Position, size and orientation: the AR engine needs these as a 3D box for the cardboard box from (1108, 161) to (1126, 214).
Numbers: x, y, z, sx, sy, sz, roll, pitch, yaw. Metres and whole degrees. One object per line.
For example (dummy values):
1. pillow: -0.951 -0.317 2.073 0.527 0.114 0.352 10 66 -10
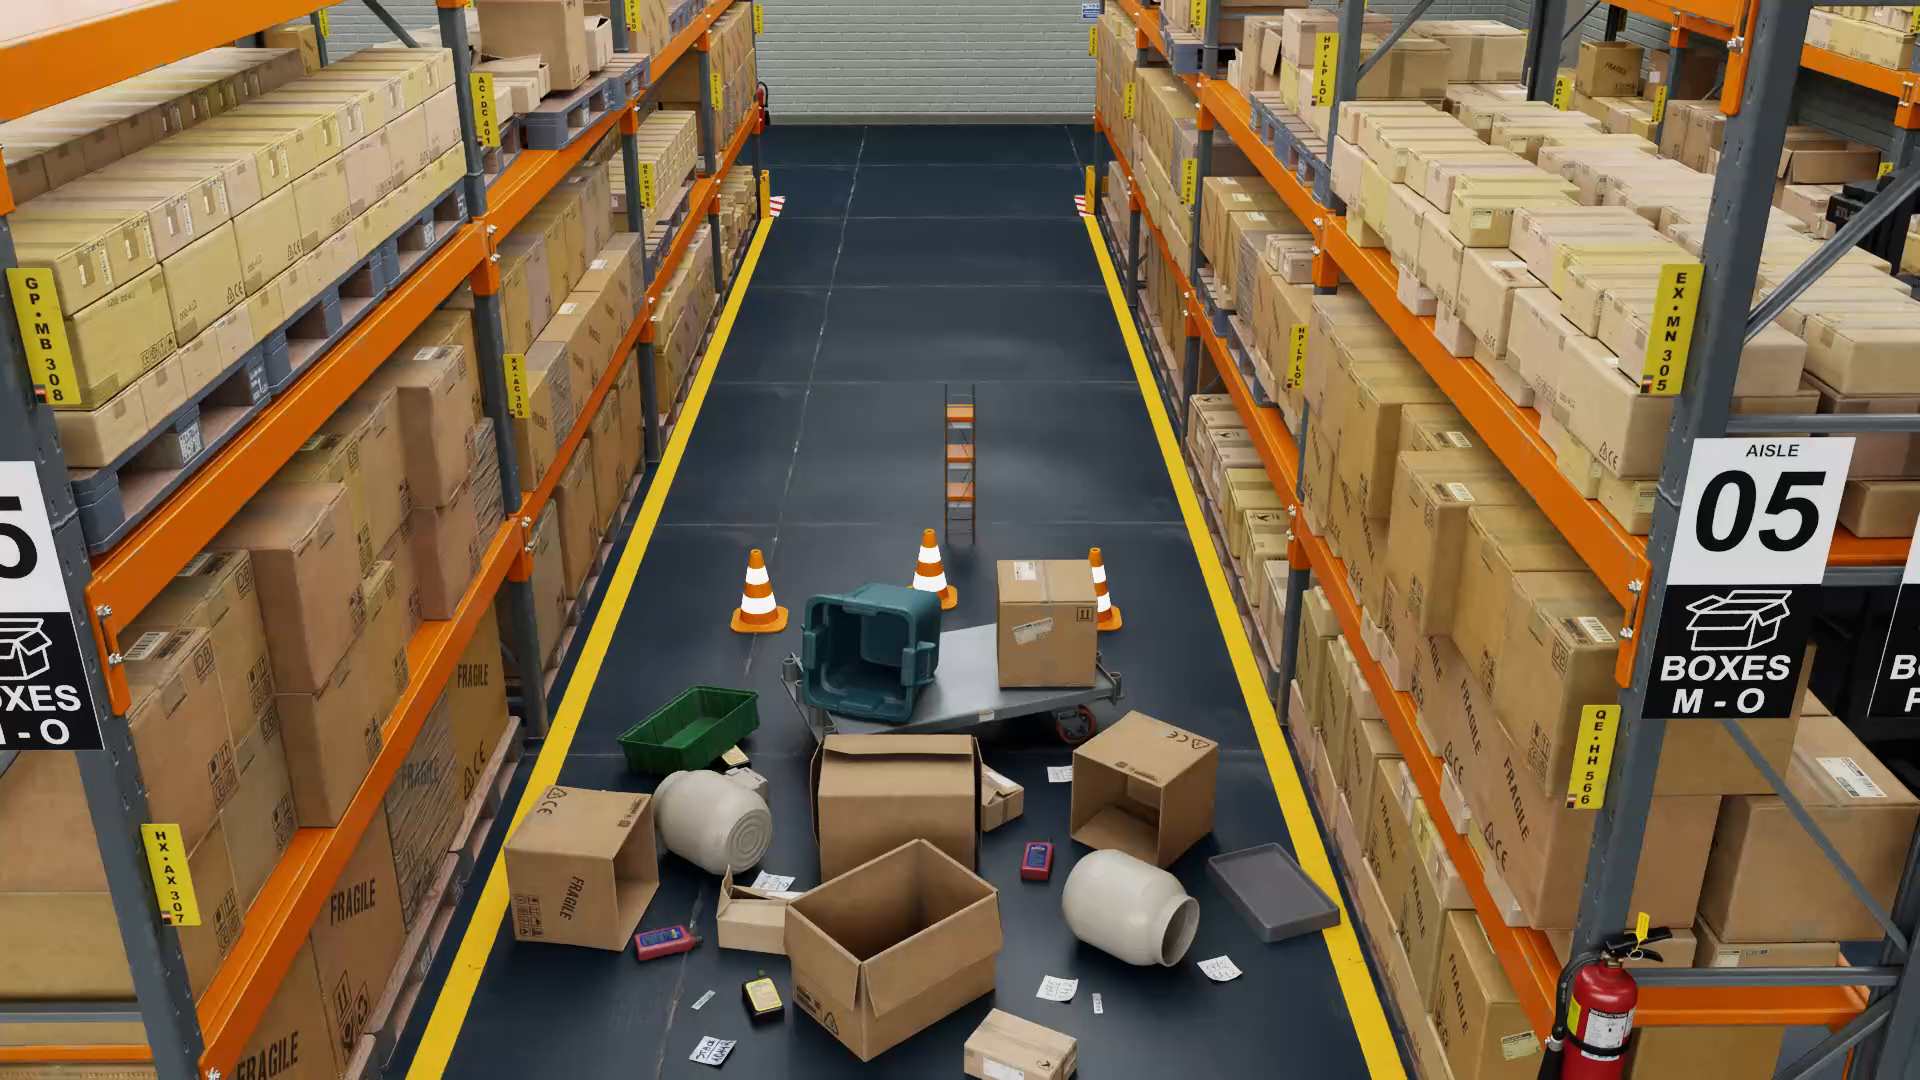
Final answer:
1. cardboard box: 2.206 -4.077 19.224 0.875 0.438 0.875 -1 24 -2

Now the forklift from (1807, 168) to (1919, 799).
1. forklift: 4.891 -0.243 8.230 1.130 2.935 3.031 -3 25 -7

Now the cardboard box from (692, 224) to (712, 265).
1. cardboard box: -2.545 -2.701 15.196 0.500 0.250 0.500 -1 24 -2

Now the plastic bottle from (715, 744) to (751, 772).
1. plastic bottle: -1.207 1.130 8.678 0.133 0.061 0.283 -14 28 -28

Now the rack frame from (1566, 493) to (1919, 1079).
1. rack frame: 2.274 1.268 4.806 1.000 3.000 0.127 0 24 -1

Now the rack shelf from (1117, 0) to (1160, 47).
1. rack shelf: 2.121 -5.540 17.091 1.077 0.370 4.000 0 24 -1

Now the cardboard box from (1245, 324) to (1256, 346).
1. cardboard box: 1.973 -1.304 10.289 0.380 0.149 0.250 1 24 1

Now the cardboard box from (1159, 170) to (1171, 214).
1. cardboard box: 1.892 -2.808 13.395 0.500 0.250 0.500 -1 24 -2

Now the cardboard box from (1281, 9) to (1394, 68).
1. cardboard box: 2.063 -2.756 9.130 0.500 0.250 0.500 0 24 0

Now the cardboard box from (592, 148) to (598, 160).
1. cardboard box: -3.246 -3.263 13.899 0.380 0.149 0.250 1 24 1

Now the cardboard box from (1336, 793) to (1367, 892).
1. cardboard box: 1.992 1.364 7.420 0.500 0.250 0.500 -1 24 -1

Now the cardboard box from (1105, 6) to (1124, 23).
1. cardboard box: 1.788 -5.759 18.221 0.380 0.149 0.250 0 24 1

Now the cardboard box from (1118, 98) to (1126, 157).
1. cardboard box: 1.871 -4.124 16.607 0.500 0.500 0.500 -1 24 -2

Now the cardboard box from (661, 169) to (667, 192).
1. cardboard box: -2.582 -2.907 13.473 0.380 0.149 0.250 0 24 -1

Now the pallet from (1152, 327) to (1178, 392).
1. pallet: 2.243 -1.584 14.497 1.003 0.211 1.213 0 24 -1

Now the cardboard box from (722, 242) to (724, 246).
1. cardboard box: -2.621 -3.107 17.068 0.380 0.149 0.250 -1 24 -3

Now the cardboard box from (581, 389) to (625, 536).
1. cardboard box: -2.833 -0.519 10.978 1.050 0.750 0.750 0 24 0

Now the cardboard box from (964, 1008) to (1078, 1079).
1. cardboard box: 0.239 2.036 6.567 0.380 0.149 0.250 13 27 27

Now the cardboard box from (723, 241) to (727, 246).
1. cardboard box: -2.599 -2.973 17.133 0.380 0.149 0.250 -1 24 -2

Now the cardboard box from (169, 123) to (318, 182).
1. cardboard box: -2.376 -1.289 5.525 0.380 0.149 0.250 0 24 0

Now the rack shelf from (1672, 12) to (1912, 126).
1. rack shelf: 7.128 -3.915 13.500 1.077 0.370 4.000 0 24 -1

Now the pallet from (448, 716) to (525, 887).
1. pallet: -2.789 1.268 8.190 1.003 0.211 1.213 0 24 -1

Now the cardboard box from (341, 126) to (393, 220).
1. cardboard box: -2.448 -1.371 6.191 0.500 0.250 0.500 0 24 -1

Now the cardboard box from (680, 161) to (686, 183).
1. cardboard box: -2.597 -3.214 14.511 0.380 0.149 0.250 -1 24 -3

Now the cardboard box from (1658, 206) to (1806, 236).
1. cardboard box: 2.566 -1.015 5.552 0.380 0.149 0.250 0 24 1

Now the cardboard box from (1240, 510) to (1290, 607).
1. cardboard box: 2.211 0.114 10.038 0.950 0.372 0.625 1 24 3

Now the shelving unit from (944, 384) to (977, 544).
1. shelving unit: -0.001 -0.500 11.082 0.215 1.050 0.252 0 24 -1

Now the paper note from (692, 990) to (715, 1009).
1. paper note: -1.075 1.928 6.974 0.032 0.001 0.123 13 27 27

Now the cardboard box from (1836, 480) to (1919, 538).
1. cardboard box: 2.595 -0.122 4.545 0.380 0.149 0.250 0 24 -1

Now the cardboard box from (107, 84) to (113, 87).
1. cardboard box: -7.751 -3.871 14.831 0.797 0.503 0.637 -1 24 -2

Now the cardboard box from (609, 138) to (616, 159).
1. cardboard box: -3.253 -3.448 14.667 0.380 0.149 0.250 0 24 1

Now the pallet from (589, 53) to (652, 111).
1. pallet: -2.702 -2.980 10.788 1.213 0.211 1.003 1 24 2

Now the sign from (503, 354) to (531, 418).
1. sign: -2.164 -0.750 8.121 0.100 0.325 0.005 0 24 -1

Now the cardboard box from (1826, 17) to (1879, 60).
1. cardboard box: 6.895 -3.768 12.483 0.500 0.250 0.500 0 24 0

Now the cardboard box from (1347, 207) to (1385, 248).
1. cardboard box: 1.933 -1.395 7.358 0.380 0.149 0.250 0 24 -1

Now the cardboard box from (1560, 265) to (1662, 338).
1. cardboard box: 1.989 -0.697 4.848 0.380 0.149 0.250 -1 24 -1

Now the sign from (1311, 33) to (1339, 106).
1. sign: 1.675 -2.158 7.636 0.100 0.325 0.005 0 24 -1

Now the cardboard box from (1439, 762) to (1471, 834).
1. cardboard box: 1.928 0.914 5.894 0.380 0.149 0.250 0 24 0

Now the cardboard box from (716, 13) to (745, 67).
1. cardboard box: -2.576 -5.287 17.604 0.500 0.500 0.500 1 24 2

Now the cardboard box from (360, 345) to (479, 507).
1. cardboard box: -2.627 -0.498 7.219 0.875 0.550 0.550 0 24 -1

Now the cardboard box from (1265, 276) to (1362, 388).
1. cardboard box: 1.989 -1.146 9.152 0.500 0.500 0.500 0 24 0

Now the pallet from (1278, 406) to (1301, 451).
1. pallet: 2.367 -0.608 9.188 1.003 0.211 1.213 0 24 -1

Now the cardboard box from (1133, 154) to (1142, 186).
1. cardboard box: 1.884 -3.426 15.366 0.500 0.250 0.500 -1 24 -2

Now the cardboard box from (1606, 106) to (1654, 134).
1. cardboard box: 6.836 -4.183 16.679 0.500 0.250 0.500 0 24 0

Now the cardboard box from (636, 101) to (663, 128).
1. cardboard box: -3.094 -3.992 15.954 0.500 0.500 0.500 0 24 0

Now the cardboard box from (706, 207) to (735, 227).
1. cardboard box: -2.545 -3.349 17.244 0.380 0.149 0.250 0 24 1

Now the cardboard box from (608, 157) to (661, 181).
1. cardboard box: -2.585 -2.936 13.175 0.380 0.149 0.250 1 24 2

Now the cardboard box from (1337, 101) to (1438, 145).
1. cardboard box: 1.907 -1.864 7.429 0.380 0.149 0.250 -1 24 -1

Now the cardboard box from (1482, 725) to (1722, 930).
1. cardboard box: 1.992 0.865 5.216 0.500 0.500 0.500 -1 24 -1

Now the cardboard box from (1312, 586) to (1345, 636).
1. cardboard box: 1.908 0.340 7.987 0.380 0.149 0.250 0 24 0

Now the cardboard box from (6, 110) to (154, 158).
1. cardboard box: -3.038 -1.390 5.750 0.380 0.149 0.250 0 24 -1

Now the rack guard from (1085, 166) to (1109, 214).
1. rack guard: 2.099 -4.196 19.920 1.175 0.500 0.348 0 24 -1

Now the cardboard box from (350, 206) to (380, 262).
1. cardboard box: -2.379 -1.132 6.146 0.380 0.149 0.250 0 24 -1

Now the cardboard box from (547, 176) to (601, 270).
1. cardboard box: -2.760 -2.072 10.857 0.700 0.500 0.500 -1 24 -1

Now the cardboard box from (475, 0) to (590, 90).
1. cardboard box: -2.463 -2.898 9.626 0.500 0.500 0.500 0 24 -1

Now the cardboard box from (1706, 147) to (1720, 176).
1. cardboard box: 6.738 -3.256 14.463 0.396 0.266 0.258 1 24 2

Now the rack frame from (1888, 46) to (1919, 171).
1. rack frame: 7.150 -2.052 12.147 1.000 3.000 0.127 0 24 -1
